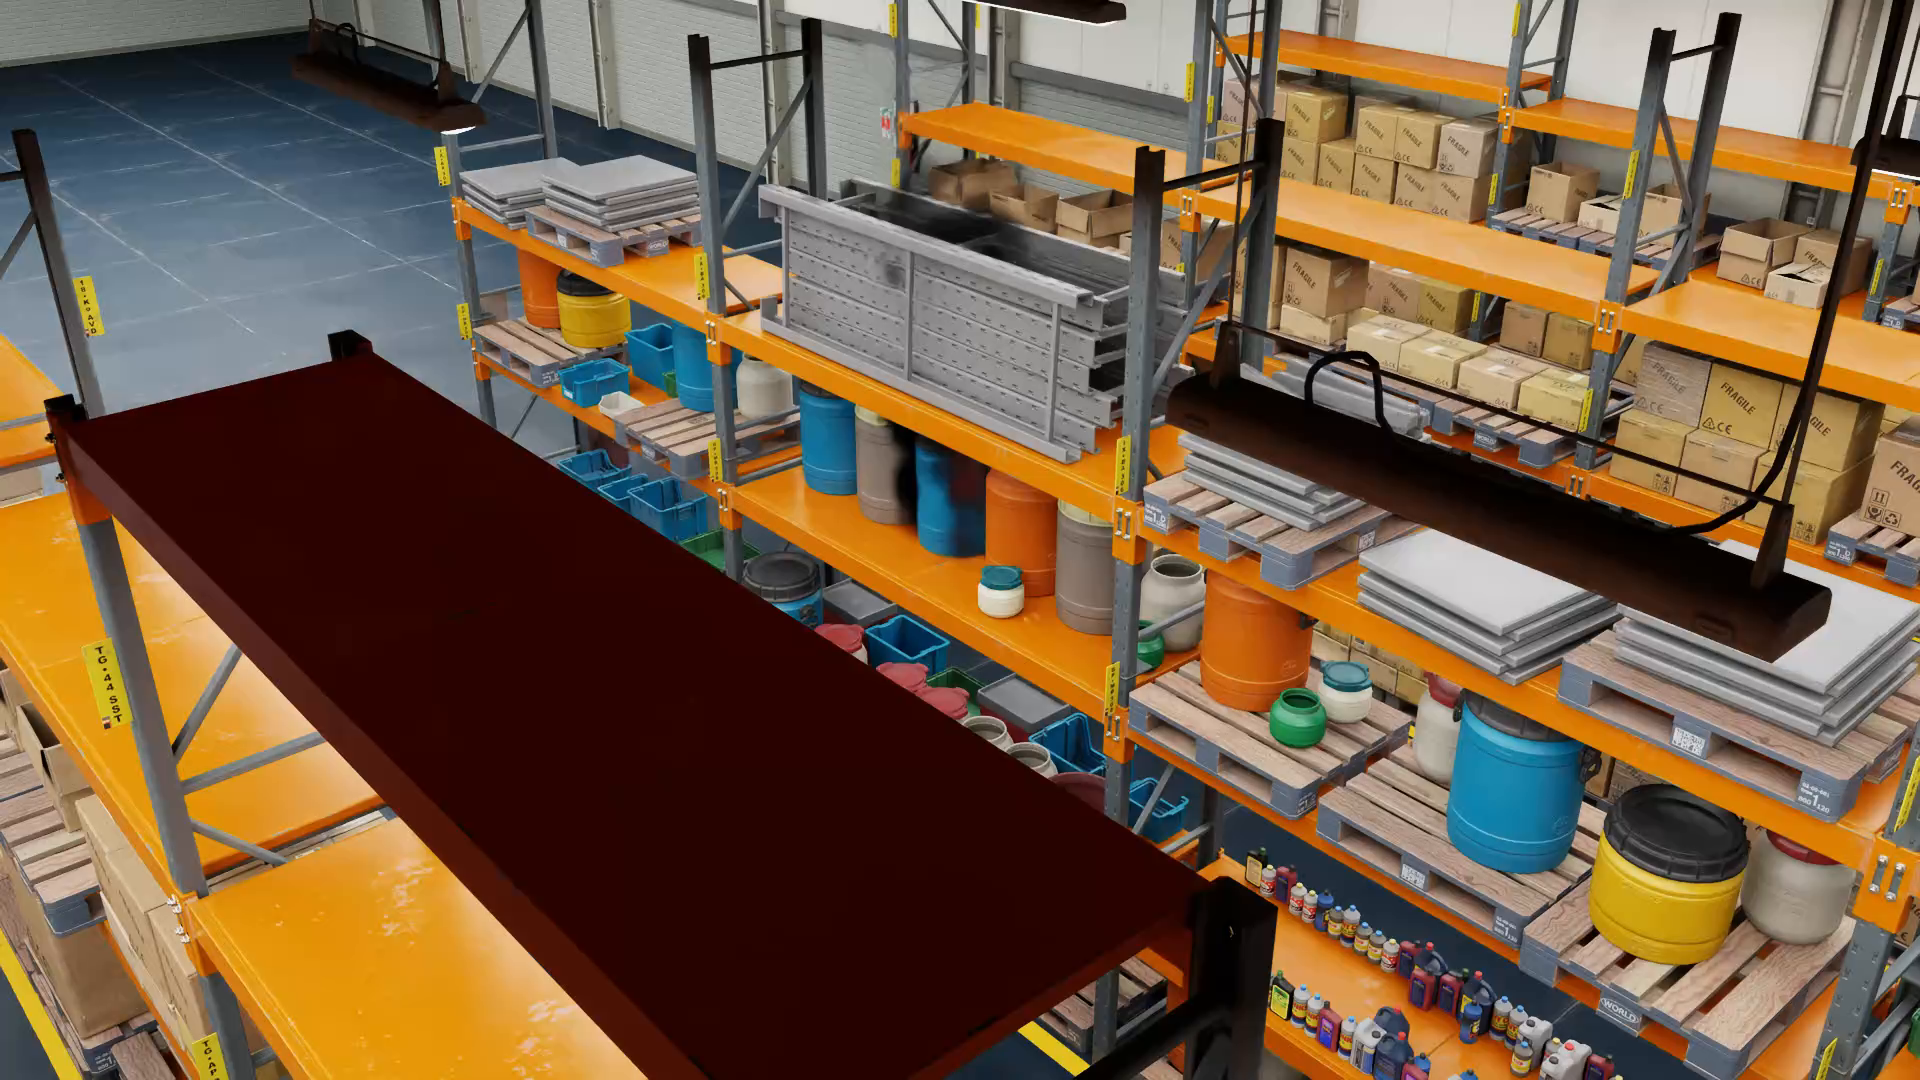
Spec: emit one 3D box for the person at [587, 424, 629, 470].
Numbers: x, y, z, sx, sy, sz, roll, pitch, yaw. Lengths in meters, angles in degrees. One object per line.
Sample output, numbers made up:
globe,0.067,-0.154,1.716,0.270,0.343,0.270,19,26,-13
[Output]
person,-3.600,-0.771,17.178,0.962,1.784,0.737,14,30,26
